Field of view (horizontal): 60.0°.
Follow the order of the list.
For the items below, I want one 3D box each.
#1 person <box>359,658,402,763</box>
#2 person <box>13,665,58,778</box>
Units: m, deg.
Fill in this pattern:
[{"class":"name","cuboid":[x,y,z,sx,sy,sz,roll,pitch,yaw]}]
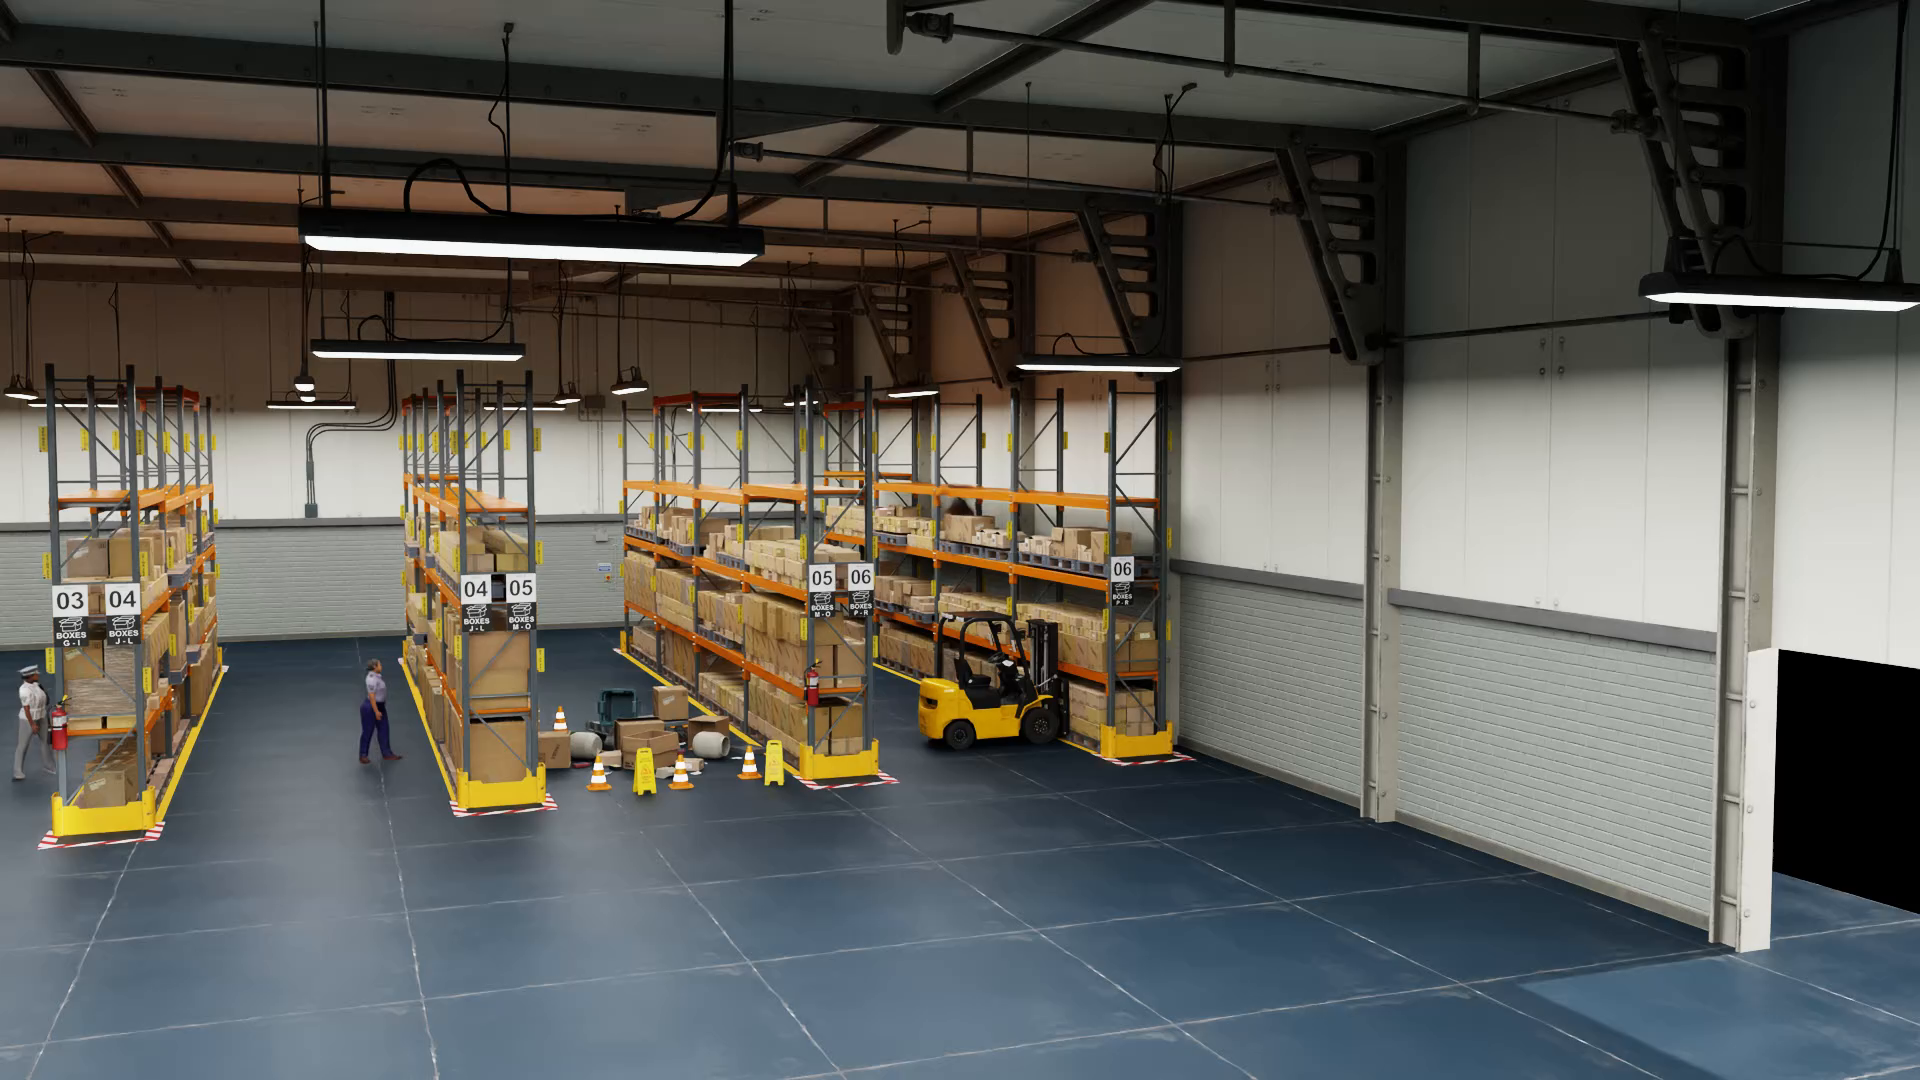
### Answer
[{"class":"person","cuboid":[-9.141,2.665,26.074,0.596,1.634,0.526,0,3,7]},{"class":"person","cuboid":[-13.867,2.721,24.933,0.520,1.713,0.621,1,3,9]}]
